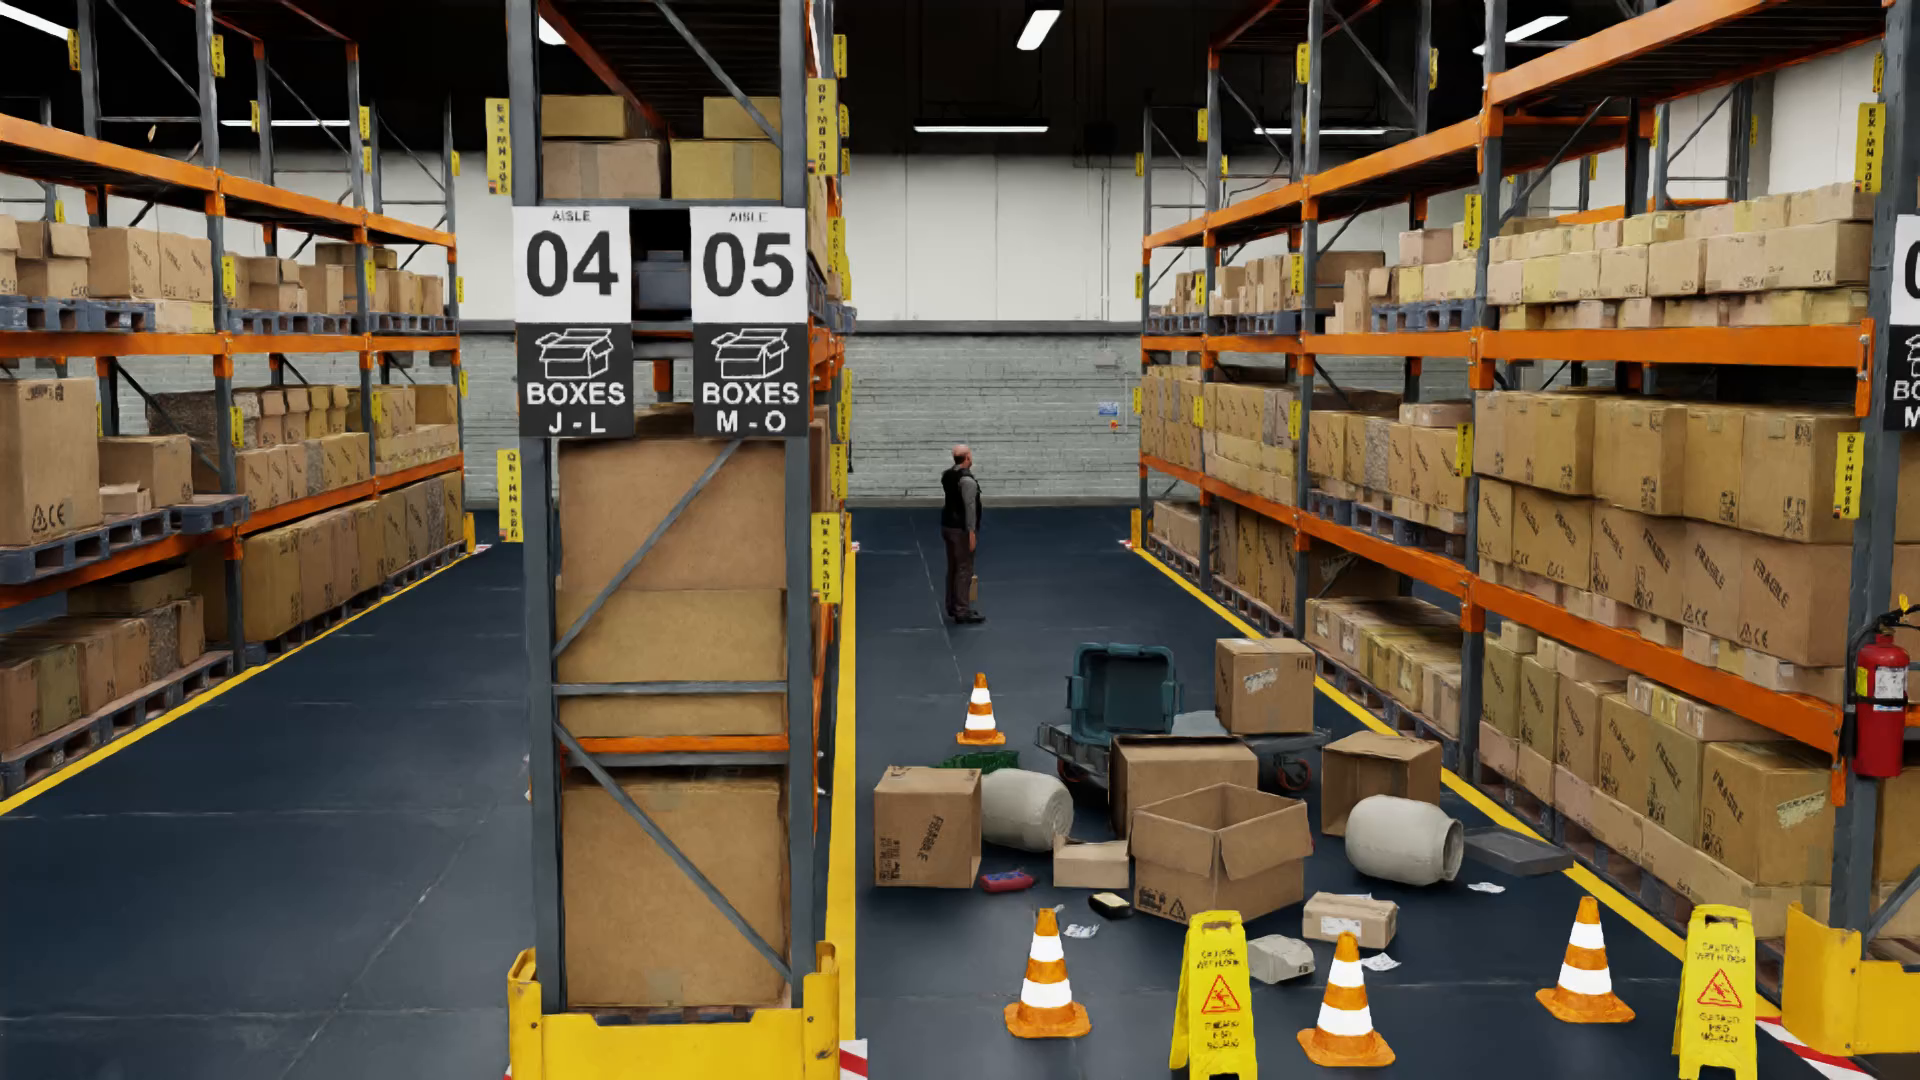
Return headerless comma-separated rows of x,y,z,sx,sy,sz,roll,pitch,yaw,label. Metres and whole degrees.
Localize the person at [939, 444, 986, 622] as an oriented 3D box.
0.023,-0.078,16.291,0.380,1.732,0.587,-3,8,-25,person
